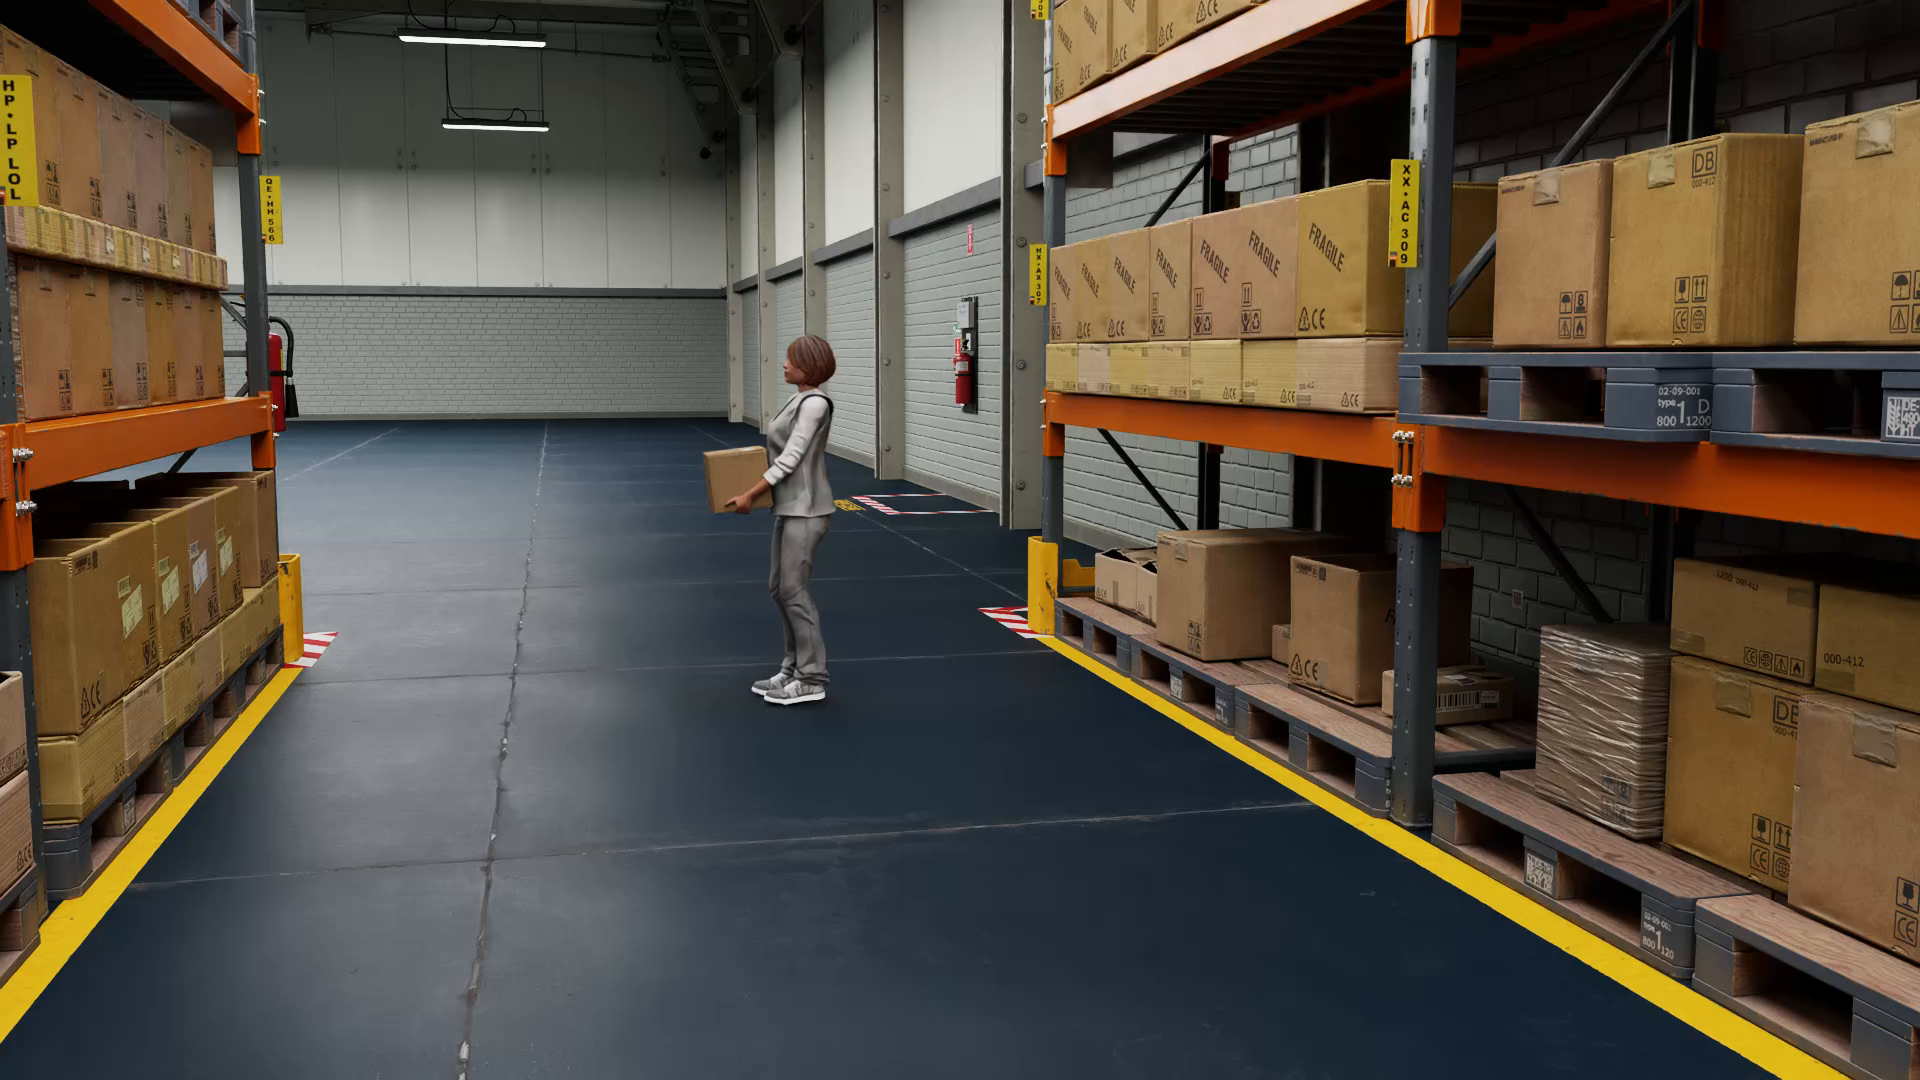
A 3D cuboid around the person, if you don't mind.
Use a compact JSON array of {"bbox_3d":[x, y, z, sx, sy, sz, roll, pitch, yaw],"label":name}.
[{"bbox_3d":[-0.783,-0.091,7.224,0.500,1.589,0.405,-1,7,-13],"label":"person"}]
